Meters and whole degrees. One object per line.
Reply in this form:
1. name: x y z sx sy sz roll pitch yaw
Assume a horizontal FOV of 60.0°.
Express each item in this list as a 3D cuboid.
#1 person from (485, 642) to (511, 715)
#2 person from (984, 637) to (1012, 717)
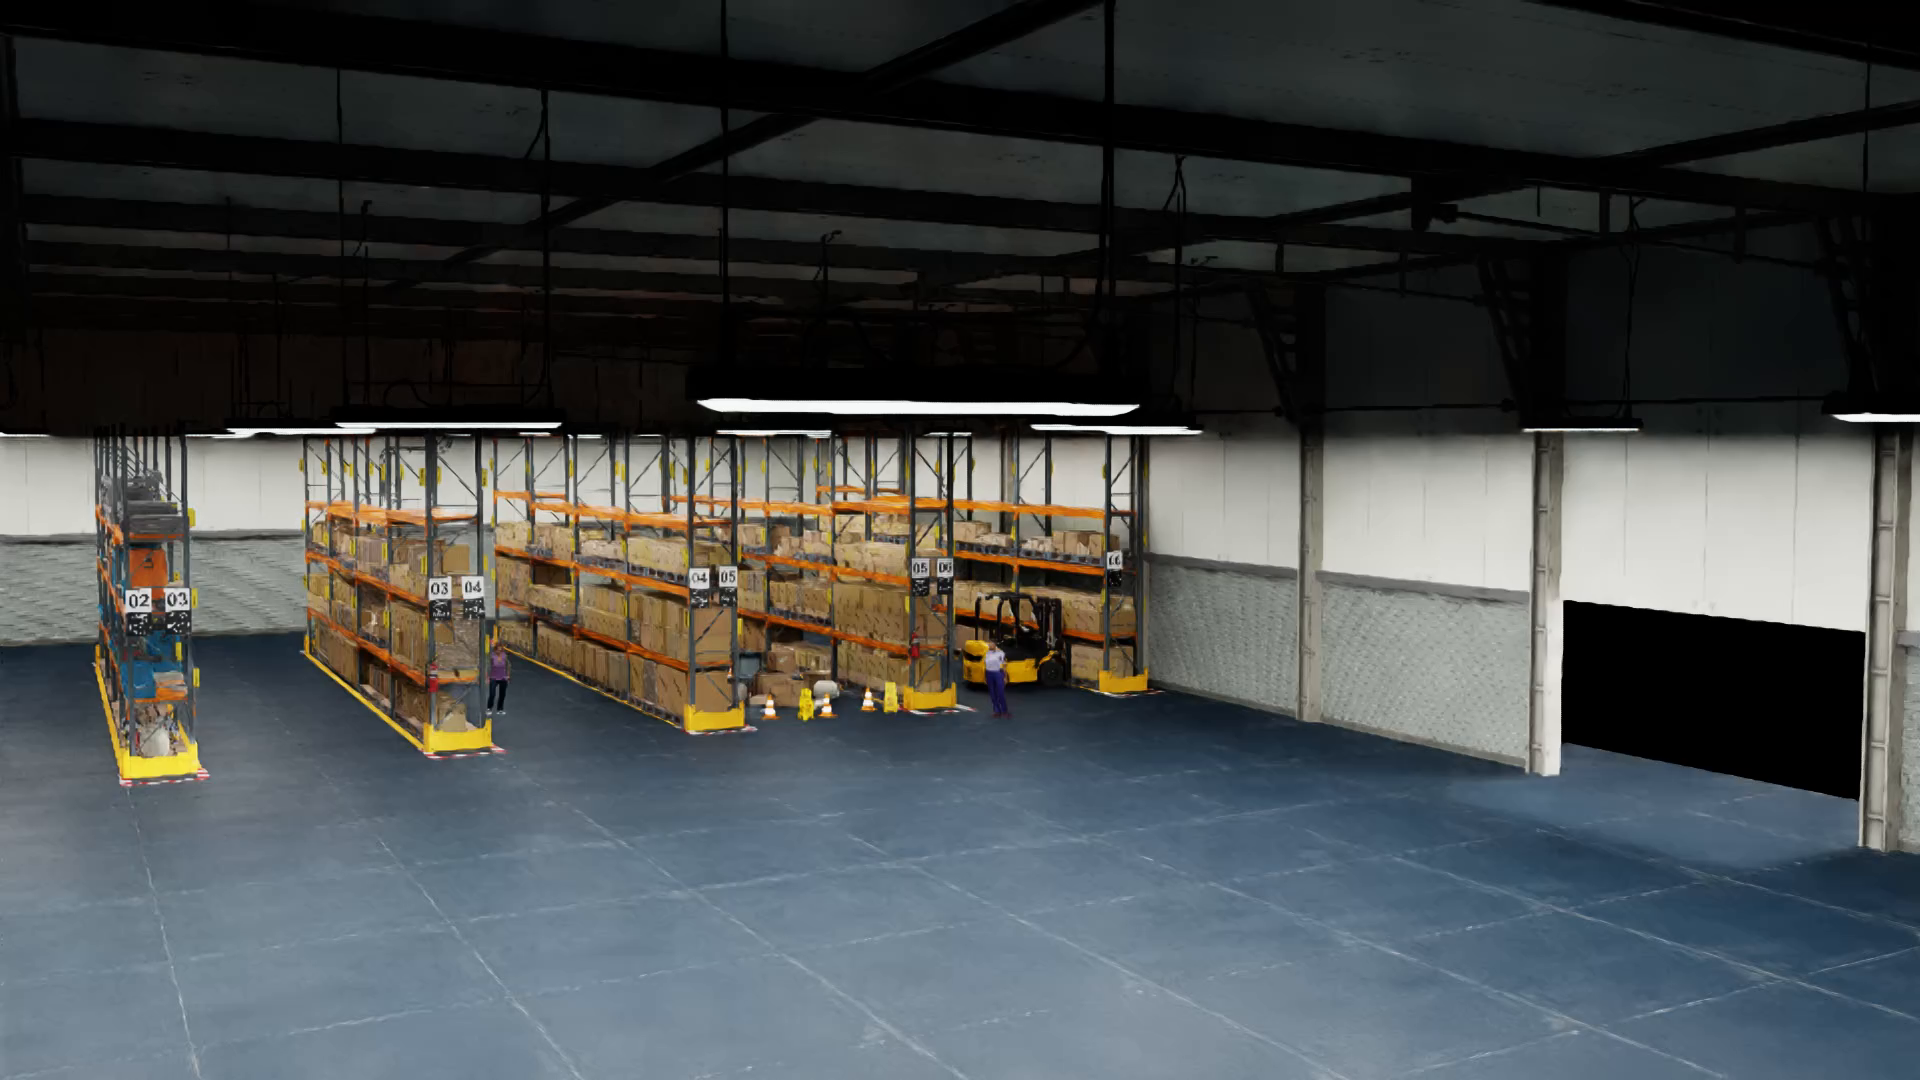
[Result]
1. person: -9.597 2.872 34.463 0.566 1.541 0.519 -2 4 -32
2. person: 0.768 2.825 34.197 0.606 1.642 0.405 2 4 32
